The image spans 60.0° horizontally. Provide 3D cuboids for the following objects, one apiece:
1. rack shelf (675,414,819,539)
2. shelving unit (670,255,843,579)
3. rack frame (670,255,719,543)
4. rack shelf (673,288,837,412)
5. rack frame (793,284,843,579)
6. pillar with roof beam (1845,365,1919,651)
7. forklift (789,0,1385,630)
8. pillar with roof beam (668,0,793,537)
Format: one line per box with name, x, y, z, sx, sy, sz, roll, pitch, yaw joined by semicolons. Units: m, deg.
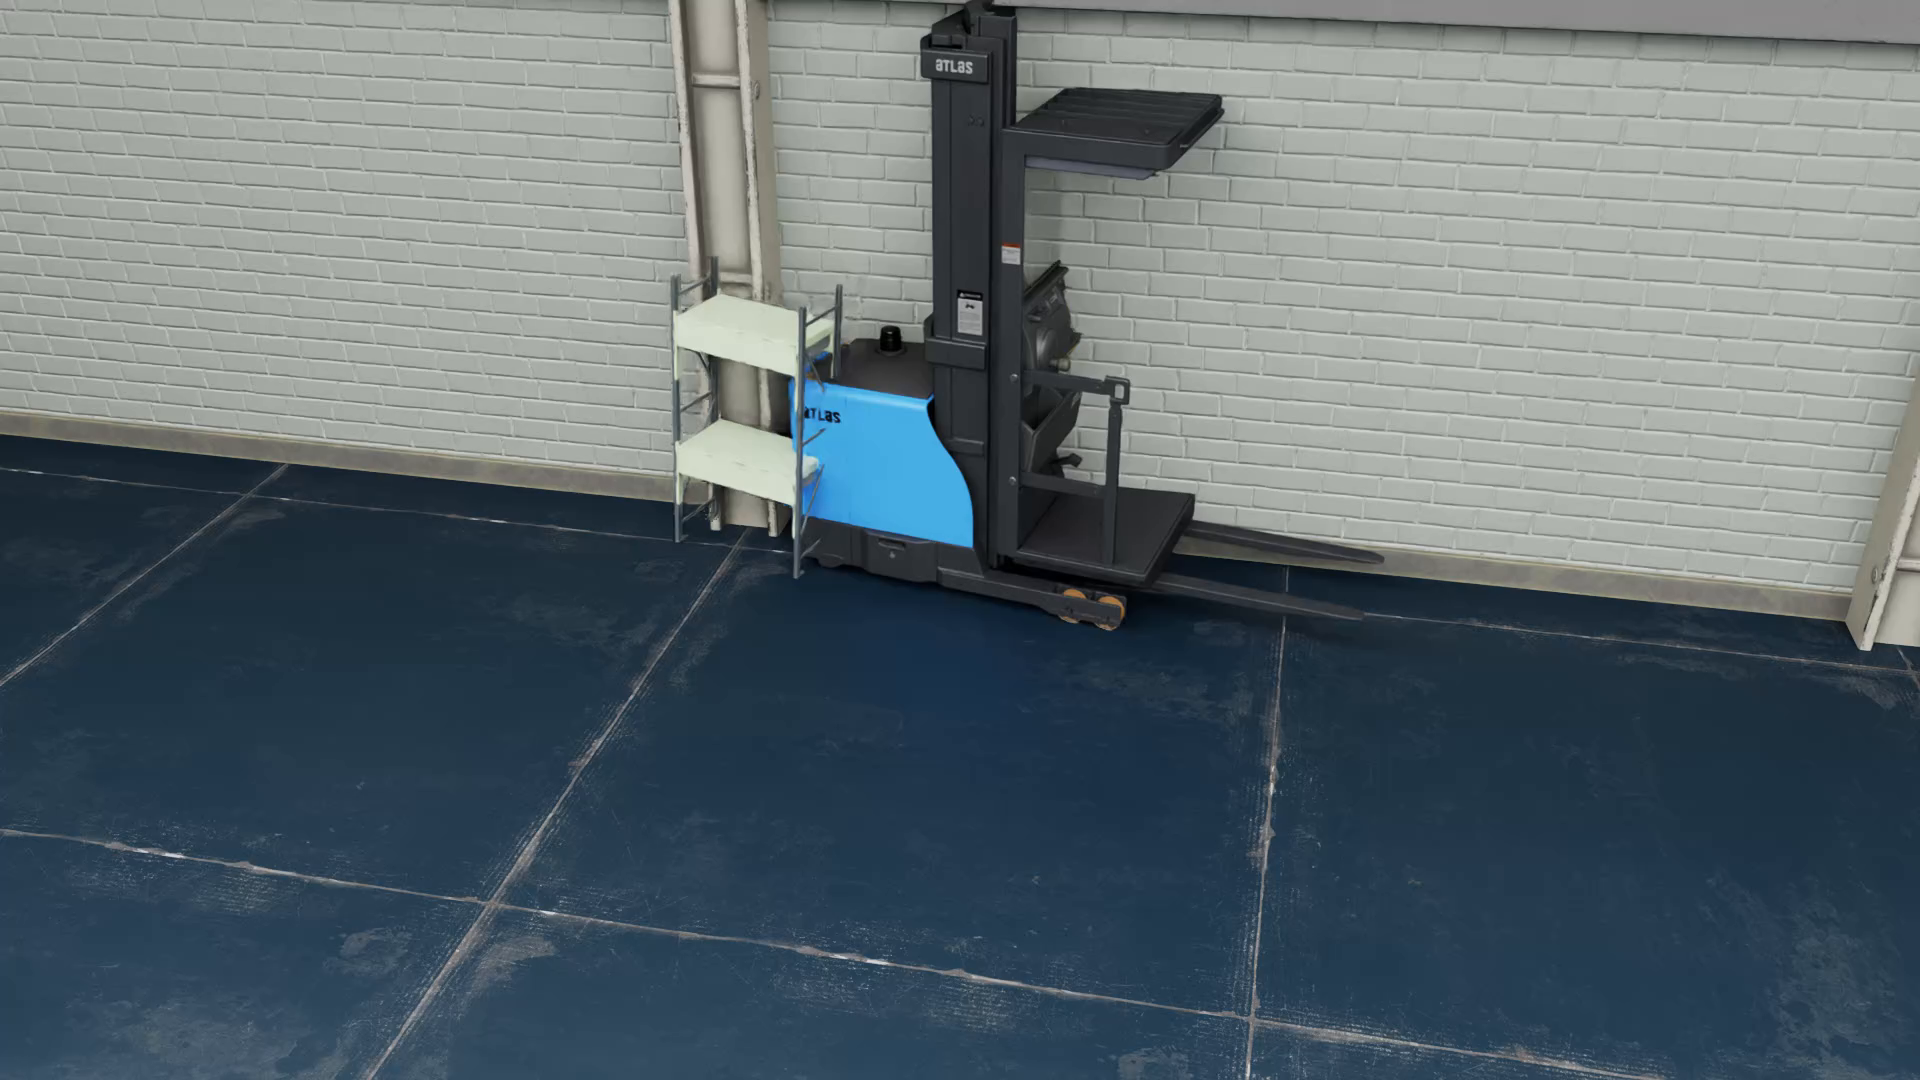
rack shelf;-1.080;-0.344;8.776;0.720;0.370;0.431;16;31;20
shelving unit;-1.058;-0.630;8.621;0.755;1.500;0.431;16;31;20
rack frame;-1.388;-0.724;8.747;0.023;1.500;0.400;16;31;20
rack shelf;-1.032;-0.972;8.434;0.720;0.370;0.431;16;31;20
rack frame;-0.728;-0.536;8.494;0.023;1.500;0.400;16;31;20
pillar with roof beam;3.791;-1.434;2.499;0.400;9.000;9.100;6;29;11
forklift;0.674;-1.120;8.244;3.031;2.935;1.130;11;30;19
pillar with roof beam;-2.077;-2.036;3.598;0.400;9.000;9.100;6;29;11
